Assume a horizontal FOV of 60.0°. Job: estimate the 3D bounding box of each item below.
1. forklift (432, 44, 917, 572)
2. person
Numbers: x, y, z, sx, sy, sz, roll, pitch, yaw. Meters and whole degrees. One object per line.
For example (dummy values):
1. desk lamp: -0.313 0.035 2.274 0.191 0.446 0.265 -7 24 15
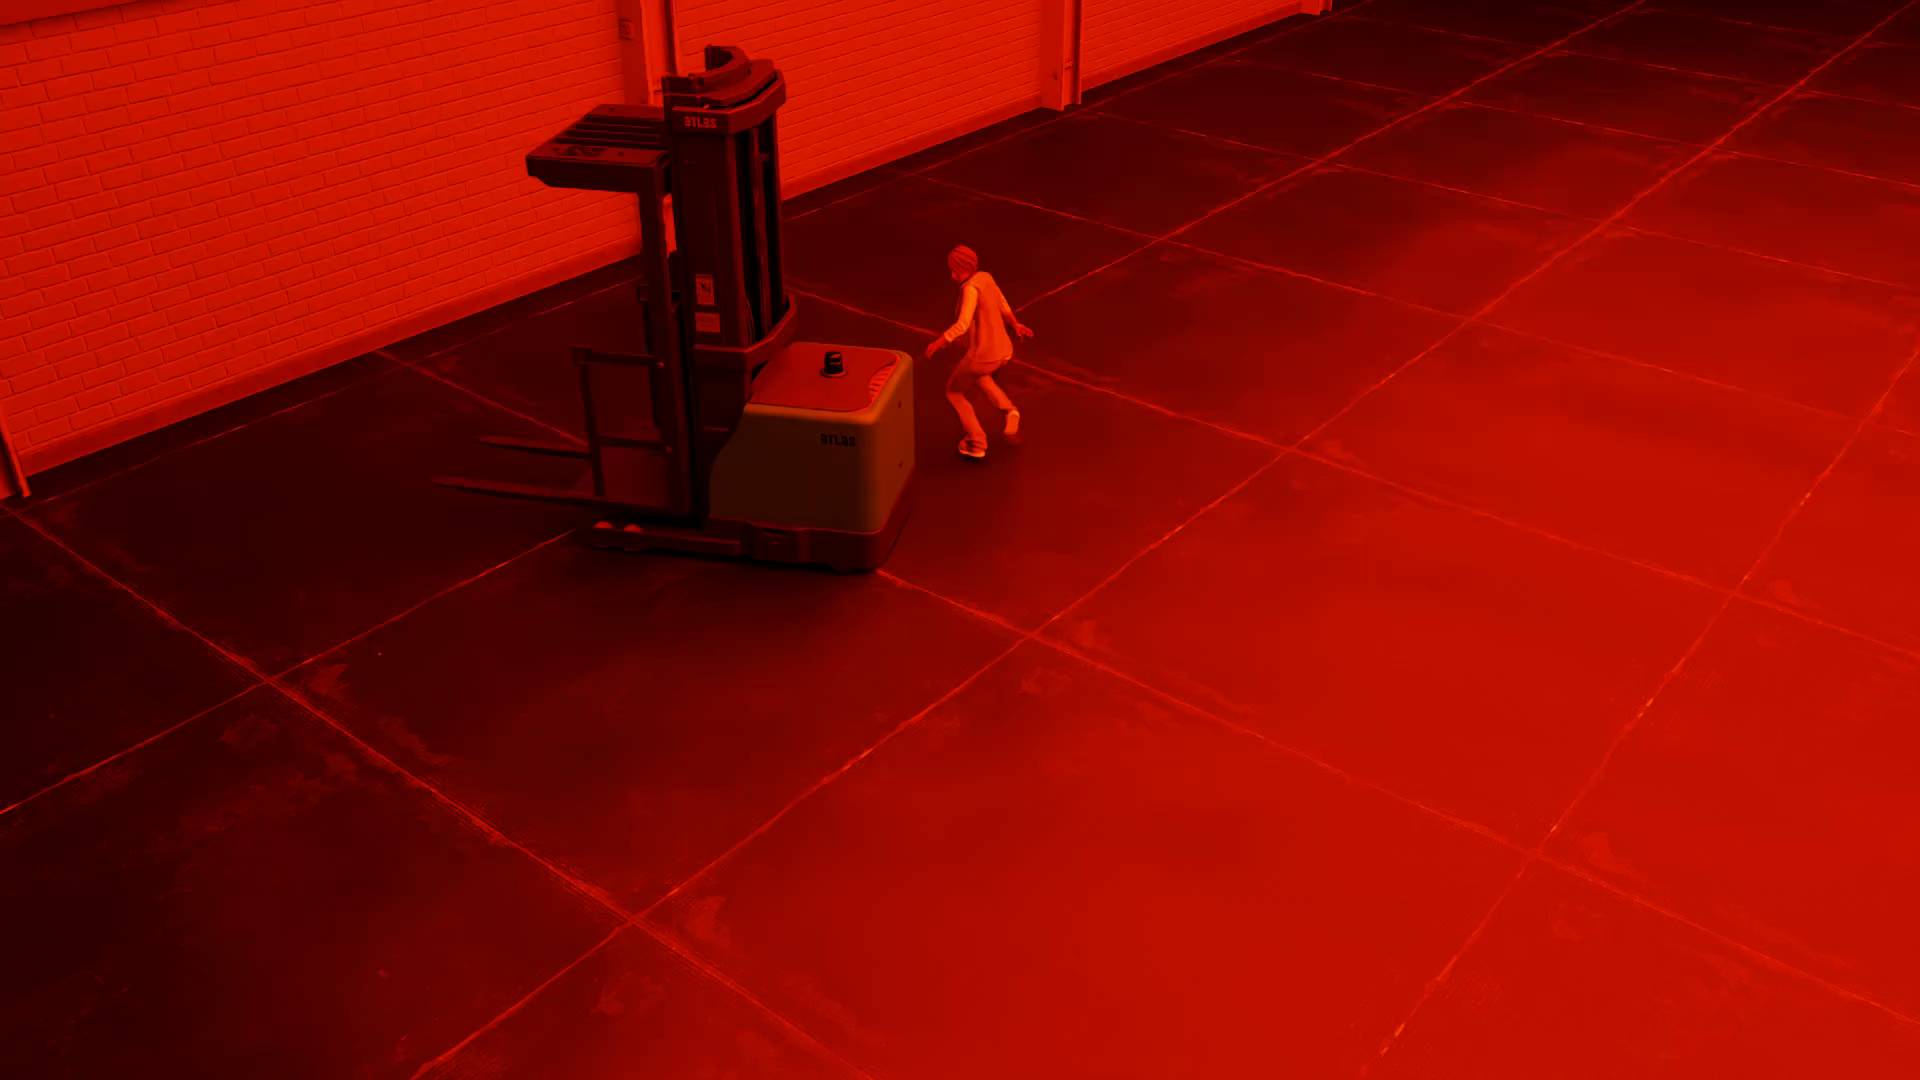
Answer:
1. forklift: -1.851 -1.444 10.066 3.031 2.935 1.130 6 31 11
2. person: 0.157 -1.301 11.361 0.459 1.457 0.851 16 34 26
